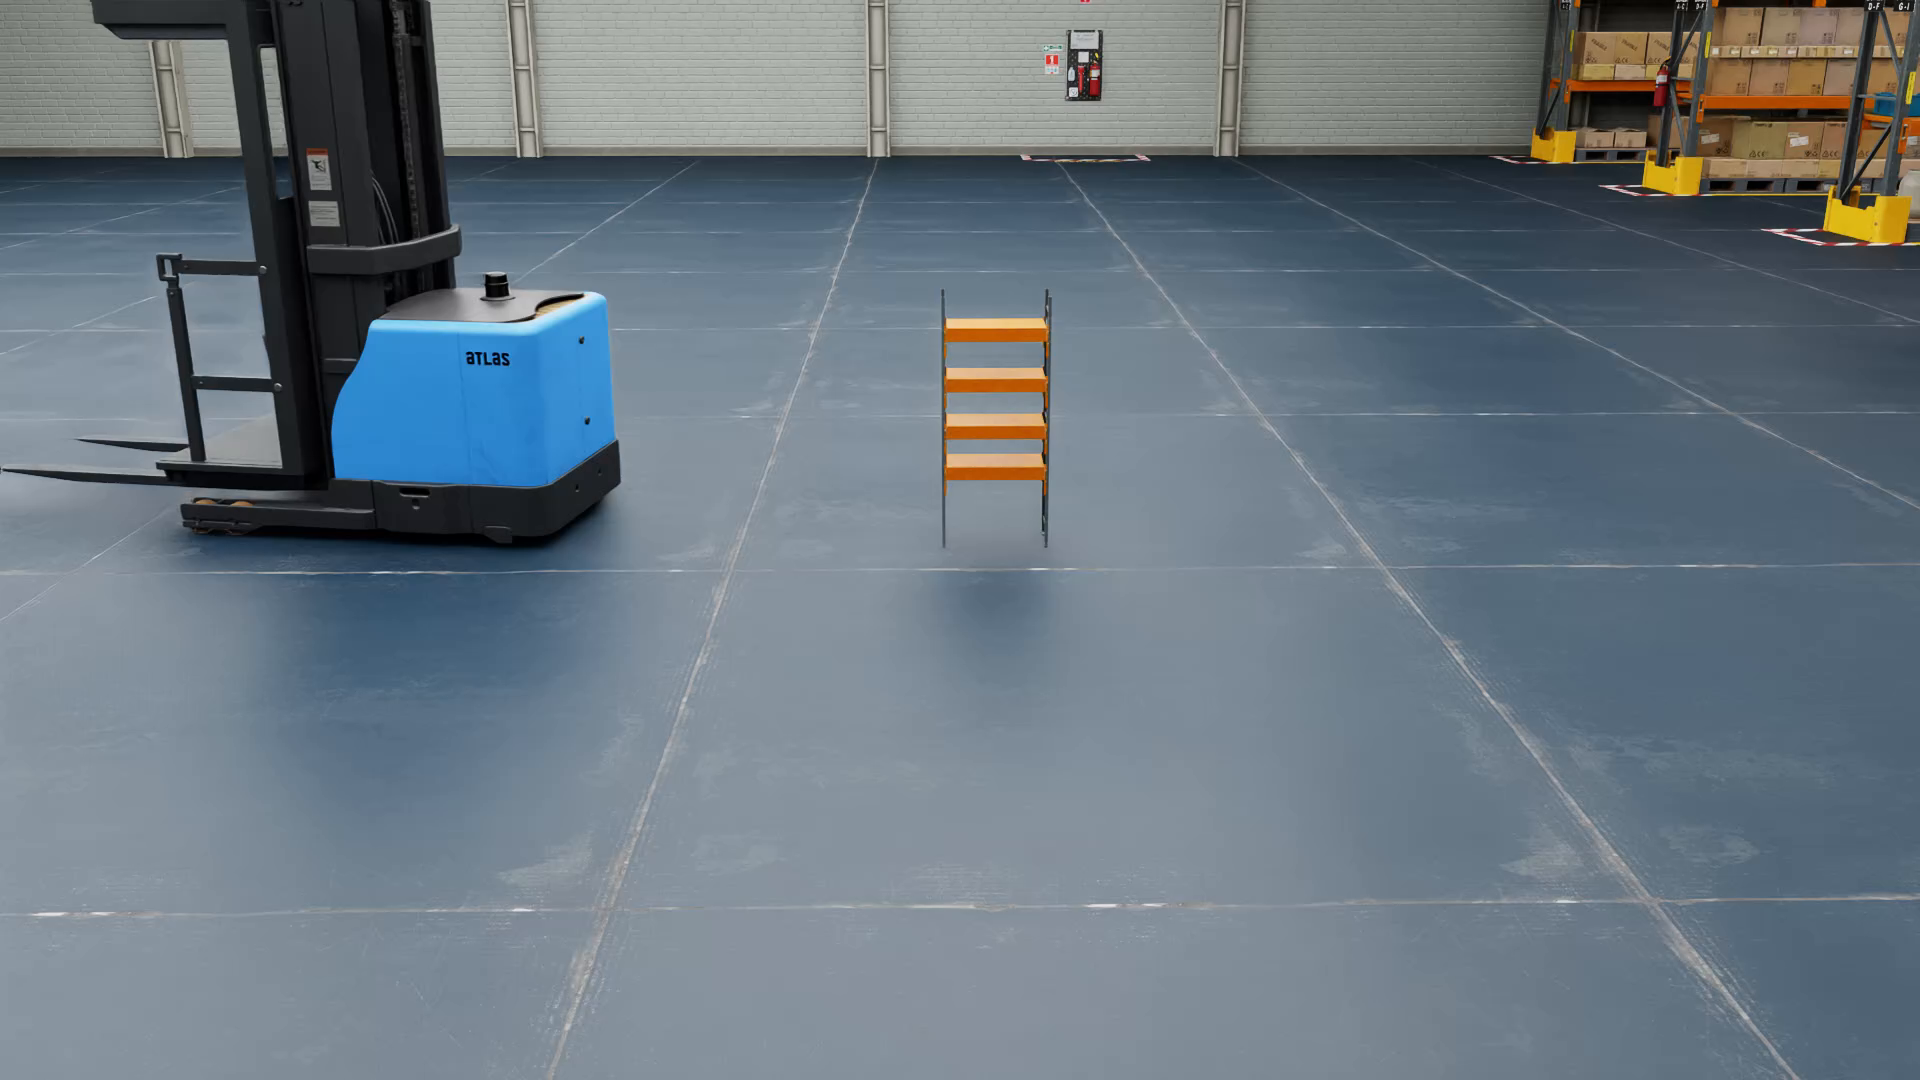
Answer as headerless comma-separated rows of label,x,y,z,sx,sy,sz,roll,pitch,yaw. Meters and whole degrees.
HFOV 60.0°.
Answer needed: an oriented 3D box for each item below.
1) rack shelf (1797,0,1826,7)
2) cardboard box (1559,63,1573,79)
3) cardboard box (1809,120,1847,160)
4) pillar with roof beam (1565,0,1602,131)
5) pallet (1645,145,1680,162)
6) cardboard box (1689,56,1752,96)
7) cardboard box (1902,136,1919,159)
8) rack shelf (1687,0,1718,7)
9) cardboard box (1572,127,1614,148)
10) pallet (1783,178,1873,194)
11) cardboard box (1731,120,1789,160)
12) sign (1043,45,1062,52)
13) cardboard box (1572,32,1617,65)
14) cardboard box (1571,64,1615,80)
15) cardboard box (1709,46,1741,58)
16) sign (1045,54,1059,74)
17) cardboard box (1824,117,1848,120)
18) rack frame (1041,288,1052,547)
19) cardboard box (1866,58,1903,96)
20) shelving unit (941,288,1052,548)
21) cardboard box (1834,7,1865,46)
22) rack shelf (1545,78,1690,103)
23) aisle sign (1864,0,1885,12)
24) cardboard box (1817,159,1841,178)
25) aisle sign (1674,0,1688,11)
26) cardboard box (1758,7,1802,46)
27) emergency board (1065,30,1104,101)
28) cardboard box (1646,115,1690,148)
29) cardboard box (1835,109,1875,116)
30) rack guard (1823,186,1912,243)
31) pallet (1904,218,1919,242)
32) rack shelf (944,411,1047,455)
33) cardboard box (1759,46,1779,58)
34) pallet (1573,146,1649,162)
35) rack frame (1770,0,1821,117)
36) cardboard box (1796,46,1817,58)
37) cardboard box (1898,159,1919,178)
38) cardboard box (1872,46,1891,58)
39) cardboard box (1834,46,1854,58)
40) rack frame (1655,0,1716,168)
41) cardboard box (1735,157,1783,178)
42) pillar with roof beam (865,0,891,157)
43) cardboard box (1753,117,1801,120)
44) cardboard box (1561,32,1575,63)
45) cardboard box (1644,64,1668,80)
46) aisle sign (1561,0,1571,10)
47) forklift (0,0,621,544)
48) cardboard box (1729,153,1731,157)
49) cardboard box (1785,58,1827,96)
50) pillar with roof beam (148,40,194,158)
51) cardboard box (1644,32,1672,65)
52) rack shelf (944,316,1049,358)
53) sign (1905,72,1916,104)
rack shelf,15.913,-8.969,27.364,4.000,0.370,1.077,0,18,-1
cardboard box,10.378,-7.854,27.833,0.500,0.250,0.500,0,18,0
cardboard box,12.035,-5.530,22.963,0.500,0.500,0.500,0,18,-1
pillar with roof beam,10.668,-9.664,23.441,0.400,9.000,9.100,0,18,-1
pallet,12.019,-6.525,28.043,1.213,0.211,1.003,0,18,-1
cardboard box,10.463,-6.388,22.885,0.500,0.500,0.700,0,18,-1
cardboard box,13.035,-5.541,22.996,0.500,0.500,0.500,0,18,-1
rack shelf,11.995,-7.437,22.587,4.000,0.370,1.077,0,18,-1
cardboard box,10.607,-6.760,27.890,0.500,0.311,0.500,-2,18,-7
pallet,11.976,-5.035,23.398,1.213,0.211,1.003,0,18,-1
cardboard box,11.035,-5.527,22.953,0.500,0.500,0.500,0,18,-1
sign,1.579,-8.388,28.360,0.331,0.109,0.001,0,18,-1
cardboard box,10.396,-8.060,27.248,0.500,0.500,0.500,0,18,-1
cardboard box,10.407,-7.698,27.347,0.500,0.250,0.500,-1,18,-2
cardboard box,10.391,-6.634,22.592,0.250,0.149,0.380,0,18,-1
sign,1.575,-8.139,28.449,0.234,0.329,0.001,0,18,-1
cardboard box,12.527,-5.697,23.483,0.500,0.500,0.500,0,18,-1
rack frame,0.409,-0.573,7.870,0.015,1.200,0.240,0,18,-1
cardboard box,12.523,-6.399,22.920,0.500,0.500,0.700,0,18,0
shelving unit,0.166,-0.572,7.867,0.503,1.200,0.258,0,18,-1
cardboard box,12.046,-7.015,22.717,0.500,0.500,0.700,0,18,-1
rack shelf,11.913,-7.522,27.762,4.000,0.370,1.077,0,18,-1
aisle sign,9.993,-6.157,18.074,0.004,0.787,0.394,0,18,-1
cardboard box,12.035,-5.174,23.079,0.500,0.250,0.500,0,18,-1
aisle sign,9.925,-7.669,22.787,0.004,0.787,0.394,0,18,-1
cardboard box,11.041,-7.010,22.701,0.500,0.500,0.700,-1,18,-2
emergency board,2.129,-8.093,28.365,0.643,1.169,0.194,0,18,-1
cardboard box,11.911,-6.841,27.833,0.500,0.500,0.700,-1,18,-4
cardboard box,15.089,-7.262,27.919,0.500,0.250,0.500,-1,18,-2
rack guard,10.145,-3.653,18.617,0.348,0.500,1.175,0,18,-1
pallet,10.958,-3.518,18.669,1.213,0.211,1.003,0,18,-1
rack shelf,0.166,-0.508,7.887,0.480,0.148,0.258,0,18,-1
cardboard box,10.905,-6.637,22.601,0.250,0.149,0.380,0,18,-1
pallet,10.803,-6.520,28.028,1.213,0.211,1.003,0,18,-1
rack frame,13.913,-7.874,27.682,0.127,3.000,1.000,0,18,-1
cardboard box,11.424,-6.640,22.609,0.250,0.149,0.380,-1,18,-3
cardboard box,13.035,-5.183,23.108,0.500,0.250,0.500,0,18,-1
cardboard box,12.457,-6.645,22.626,0.250,0.149,0.380,0,18,1
cardboard box,11.928,-6.641,22.614,0.250,0.149,0.380,0,18,0
rack frame,9.996,-6.342,22.906,0.127,3.000,1.000,0,18,-1
cardboard box,11.035,-5.170,23.069,0.500,0.250,0.500,0,18,-1
pillar with roof beam,-1.331,-9.606,23.260,0.400,9.000,9.100,0,18,-1
cardboard box,11.527,-5.692,23.467,0.500,0.500,0.500,0,18,-1
cardboard box,10.382,-8.217,27.737,0.500,0.500,0.500,0,18,-1
cardboard box,11.435,-7.705,27.370,0.500,0.250,0.500,-1,18,-2
aisle sign,9.847,-9.000,26.938,0.004,0.787,0.394,0,18,-1
forklift,-3.348,-1.572,8.149,3.031,2.935,1.130,3,18,9
cardboard box,11.027,-5.331,23.570,0.500,0.250,0.500,0,18,-1
cardboard box,11.484,-6.392,22.900,0.500,0.500,0.700,0,18,0
pillar with roof beam,-13.329,-9.548,23.080,0.400,9.000,9.100,0,18,-1
cardboard box,11.407,-8.060,27.248,0.500,0.500,0.500,-1,18,-3
rack shelf,0.166,-0.946,7.747,0.480,0.148,0.258,0,18,-1
sign,10.074,-4.792,17.623,0.005,0.325,0.100,0,18,-1
